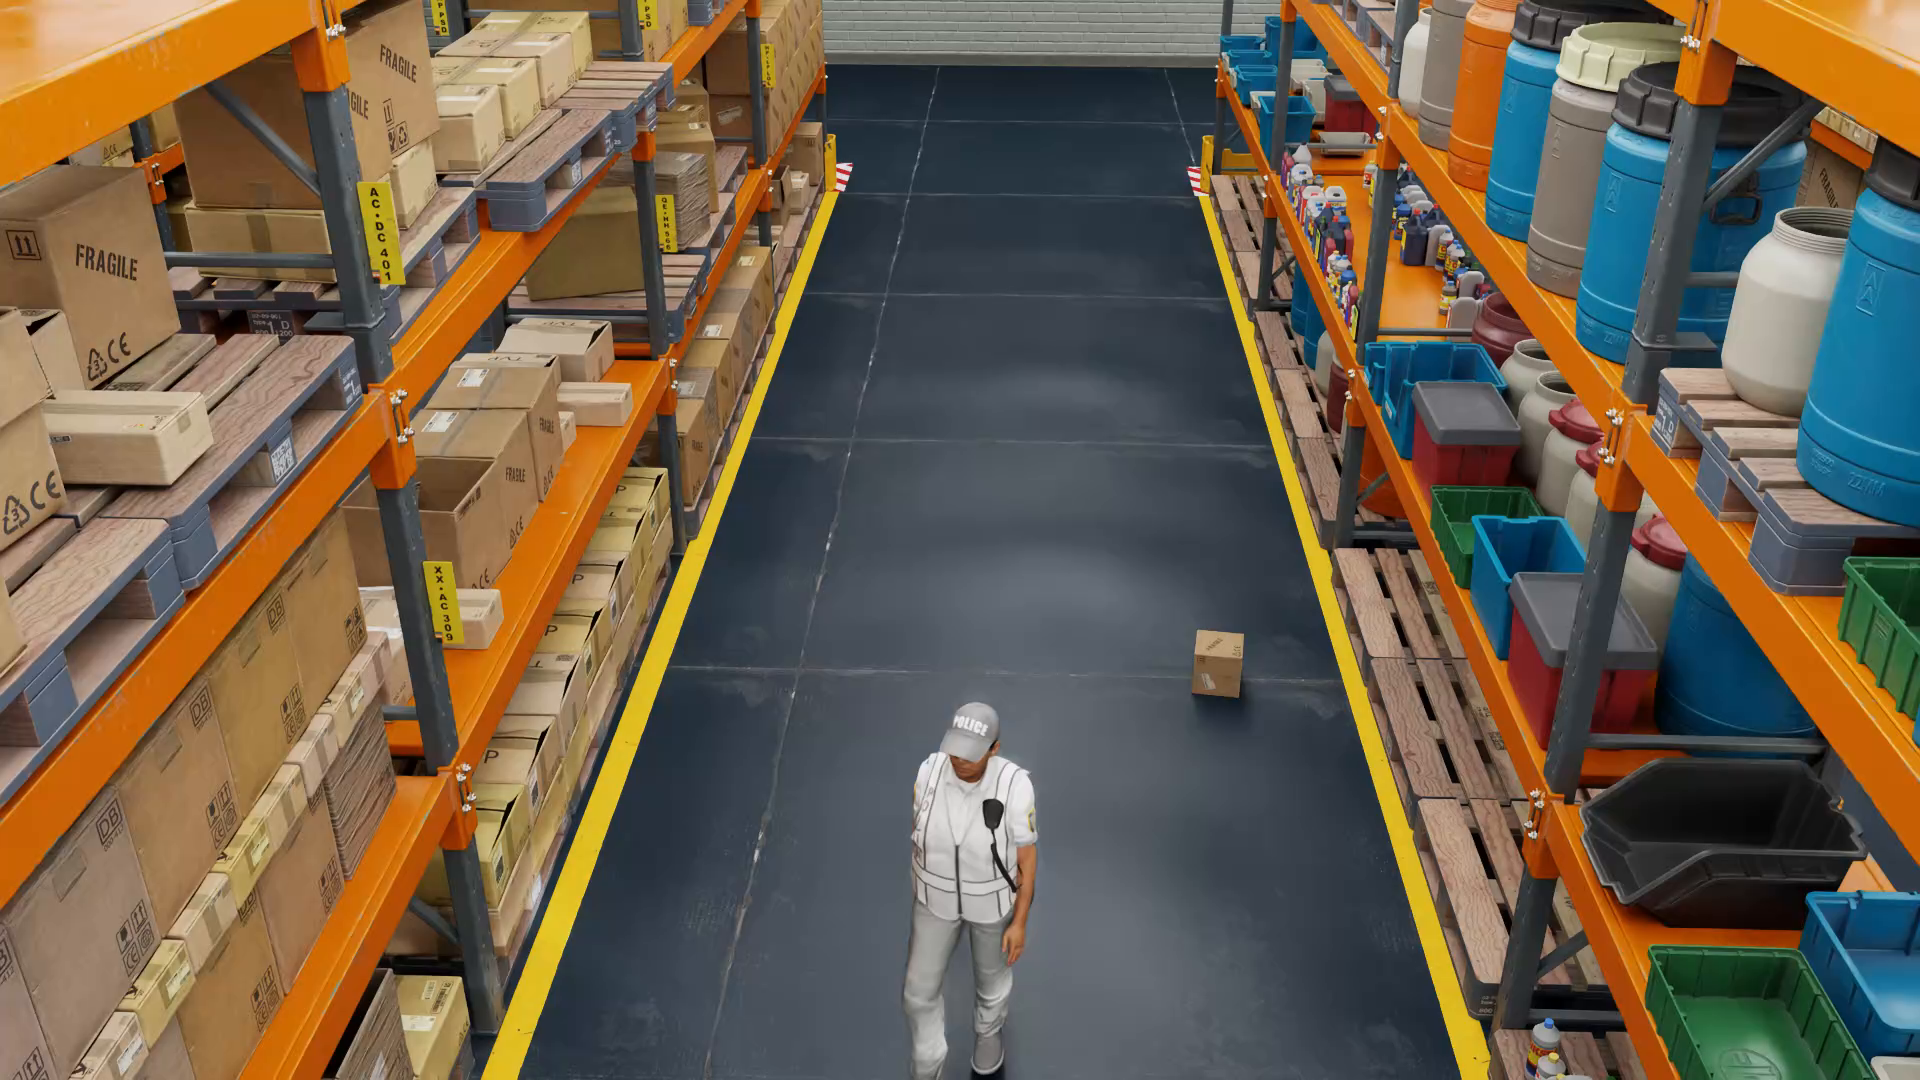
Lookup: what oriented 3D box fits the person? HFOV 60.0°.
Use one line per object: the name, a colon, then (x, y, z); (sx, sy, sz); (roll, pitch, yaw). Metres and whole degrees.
person: (0.037, 1.367, 6.103); (0.482, 1.733, 0.535); (6, 29, 10)
